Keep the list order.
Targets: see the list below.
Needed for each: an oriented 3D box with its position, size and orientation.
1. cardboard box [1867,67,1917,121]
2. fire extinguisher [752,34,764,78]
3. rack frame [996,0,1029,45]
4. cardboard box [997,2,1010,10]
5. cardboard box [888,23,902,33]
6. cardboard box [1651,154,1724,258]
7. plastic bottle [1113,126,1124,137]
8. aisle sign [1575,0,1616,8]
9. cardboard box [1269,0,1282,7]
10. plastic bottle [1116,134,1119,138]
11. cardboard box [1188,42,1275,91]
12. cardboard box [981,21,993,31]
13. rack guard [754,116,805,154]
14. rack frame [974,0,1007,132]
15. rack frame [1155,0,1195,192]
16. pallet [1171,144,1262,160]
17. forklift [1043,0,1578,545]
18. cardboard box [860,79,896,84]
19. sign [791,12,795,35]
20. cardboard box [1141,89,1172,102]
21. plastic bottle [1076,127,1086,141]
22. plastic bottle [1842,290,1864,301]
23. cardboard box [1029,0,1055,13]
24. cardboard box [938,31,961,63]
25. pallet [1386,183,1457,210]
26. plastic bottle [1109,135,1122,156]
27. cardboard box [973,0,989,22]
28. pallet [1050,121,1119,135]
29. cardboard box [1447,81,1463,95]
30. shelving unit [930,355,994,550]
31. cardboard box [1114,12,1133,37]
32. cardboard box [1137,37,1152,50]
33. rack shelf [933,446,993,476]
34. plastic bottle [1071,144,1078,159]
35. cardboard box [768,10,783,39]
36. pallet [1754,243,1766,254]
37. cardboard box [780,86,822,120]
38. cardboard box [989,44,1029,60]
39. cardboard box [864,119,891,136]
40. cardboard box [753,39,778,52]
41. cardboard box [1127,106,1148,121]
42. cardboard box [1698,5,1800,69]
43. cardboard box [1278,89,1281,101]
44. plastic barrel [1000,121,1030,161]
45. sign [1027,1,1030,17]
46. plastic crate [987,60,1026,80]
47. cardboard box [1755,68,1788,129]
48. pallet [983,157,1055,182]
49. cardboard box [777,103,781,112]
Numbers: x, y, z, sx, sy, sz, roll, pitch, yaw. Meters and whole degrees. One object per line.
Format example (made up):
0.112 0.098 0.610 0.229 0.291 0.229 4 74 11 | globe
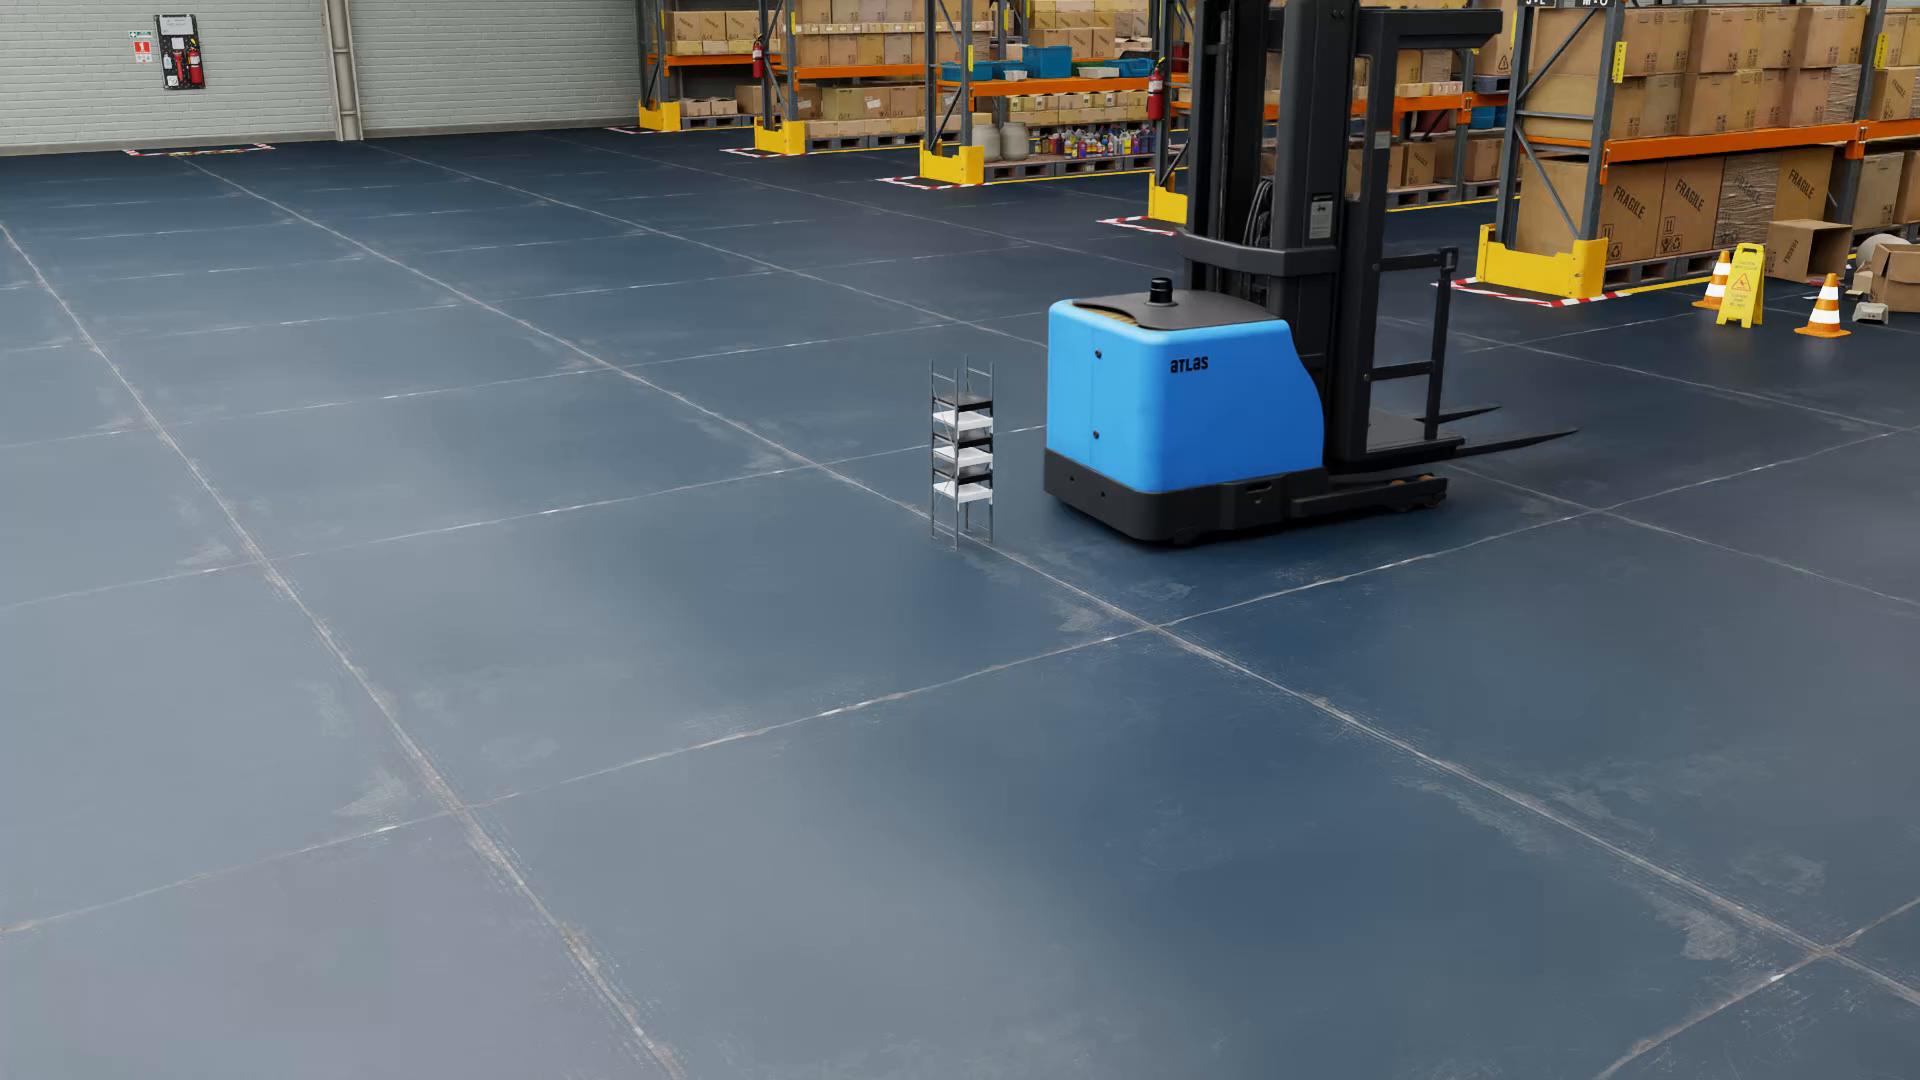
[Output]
9.137 -4.468 16.622 0.500 0.500 0.500 -12 22 -31 | cardboard box
-3.233 -7.757 26.628 0.183 0.674 0.296 -12 22 -31 | fire extinguisher
1.075 -10.424 34.395 0.127 3.000 1.000 -12 22 -31 | rack frame
0.803 -10.918 34.001 0.250 0.149 0.380 -16 24 -38 | cardboard box
-1.149 -8.327 27.024 0.250 0.149 0.380 -12 22 -31 | cardboard box
6.473 -3.181 15.632 0.875 0.875 0.875 -12 22 -32 | cardboard box
2.360 -5.953 24.620 0.185 0.351 0.144 -12 22 -31 | plastic bottle
5.315 -4.835 13.803 0.004 0.787 0.394 -12 22 -31 | aisle sign
3.175 -5.726 18.317 0.500 0.500 0.500 -12 22 -31 | cardboard box
2.295 -5.733 24.073 0.133 0.283 0.061 -12 22 -31 | plastic bottle
3.040 -5.318 18.671 0.500 0.500 0.875 -12 22 -31 | cardboard box
0.352 -8.645 27.963 0.250 0.149 0.380 -12 22 -31 | cardboard box
-2.899 -6.502 26.698 0.348 0.500 1.175 -12 22 -31 | rack guard
0.462 -8.395 28.394 0.127 3.000 1.000 -12 22 -31 | rack frame
2.566 -5.040 18.470 0.127 3.000 1.000 -12 22 -31 | rack frame
3.817 -5.897 25.359 1.213 0.211 1.003 -12 22 -31 | pallet
1.992 -1.673 8.618 3.031 2.935 1.130 -9 21 -25 | forklift
-1.660 -8.878 33.038 0.500 0.500 0.700 -11 22 -30 | cardboard box
-2.579 -7.989 25.716 0.005 0.325 0.100 -12 22 -31 | sign
3.500 -8.104 30.293 0.500 0.311 0.500 -11 22 -30 | cardboard box
1.768 -5.884 24.415 0.185 0.351 0.144 -12 22 -32 | plastic bottle
7.765 -2.129 14.447 0.133 0.061 0.283 13 23 34 | plastic bottle
1.620 -10.993 34.256 0.500 0.250 0.500 -11 22 -30 | cardboard box
-0.343 -8.268 27.862 0.500 0.500 0.700 -12 22 -32 | cardboard box
5.365 -4.296 20.623 1.213 0.211 1.003 -12 22 -31 | pallet
2.235 -5.679 23.925 0.135 0.276 0.152 -11 22 -30 | plastic bottle
0.094 -8.977 27.934 0.500 0.500 0.700 -12 22 -31 | cardboard box
2.075 -7.431 29.895 1.213 0.211 1.003 -12 22 -31 | pallet
5.889 -5.509 20.250 0.250 0.149 0.380 -12 22 -31 | cardboard box
0.007 -0.428 8.105 0.210 0.900 0.258 -12 22 -31 | shelving unit
3.324 -10.999 35.444 0.500 0.500 0.500 -12 22 -31 | cardboard box
3.474 -9.005 30.337 0.500 0.311 0.500 -10 21 -28 | cardboard box
0.007 -0.396 8.116 0.200 0.077 0.258 -12 22 -31 | rack shelf
1.614 -5.502 23.519 0.097 0.201 0.097 0 19 0 | plastic bottle
-3.331 -9.672 31.202 0.500 0.500 0.500 -13 22 -33 | cardboard box
7.872 -2.966 16.690 1.213 0.211 1.003 -12 22 -31 | pallet
-2.595 -7.116 27.078 0.500 0.500 0.500 -12 22 -31 | cardboard box
0.849 -8.423 28.709 0.500 0.250 0.500 -10 21 -28 | cardboard box
-1.476 -6.799 27.310 0.500 0.250 0.500 -12 22 -31 | cardboard box
-3.747 -9.226 31.055 0.500 0.250 0.500 -12 22 -31 | cardboard box
3.068 -7.747 30.113 0.500 0.250 0.500 -12 22 -32 | cardboard box
7.301 -4.741 15.664 0.550 0.550 0.875 -12 22 -31 | cardboard box
3.569 -5.036 18.850 0.250 0.149 0.380 -12 22 -31 | cardboard box
0.768 -5.610 23.385 0.421 0.512 0.421 0 19 0 | plastic barrel
1.381 -10.792 33.798 0.005 0.325 0.100 -12 22 -31 | sign
0.641 -6.576 23.244 0.408 0.251 0.499 -12 22 -31 | plastic crate
7.286 -4.237 15.859 0.550 0.550 0.875 -12 22 -31 | cardboard box
0.561 -5.212 23.331 1.213 0.211 1.003 -12 22 -31 | pallet
-3.613 -8.301 31.880 0.250 0.149 0.380 -14 23 -36 | cardboard box
